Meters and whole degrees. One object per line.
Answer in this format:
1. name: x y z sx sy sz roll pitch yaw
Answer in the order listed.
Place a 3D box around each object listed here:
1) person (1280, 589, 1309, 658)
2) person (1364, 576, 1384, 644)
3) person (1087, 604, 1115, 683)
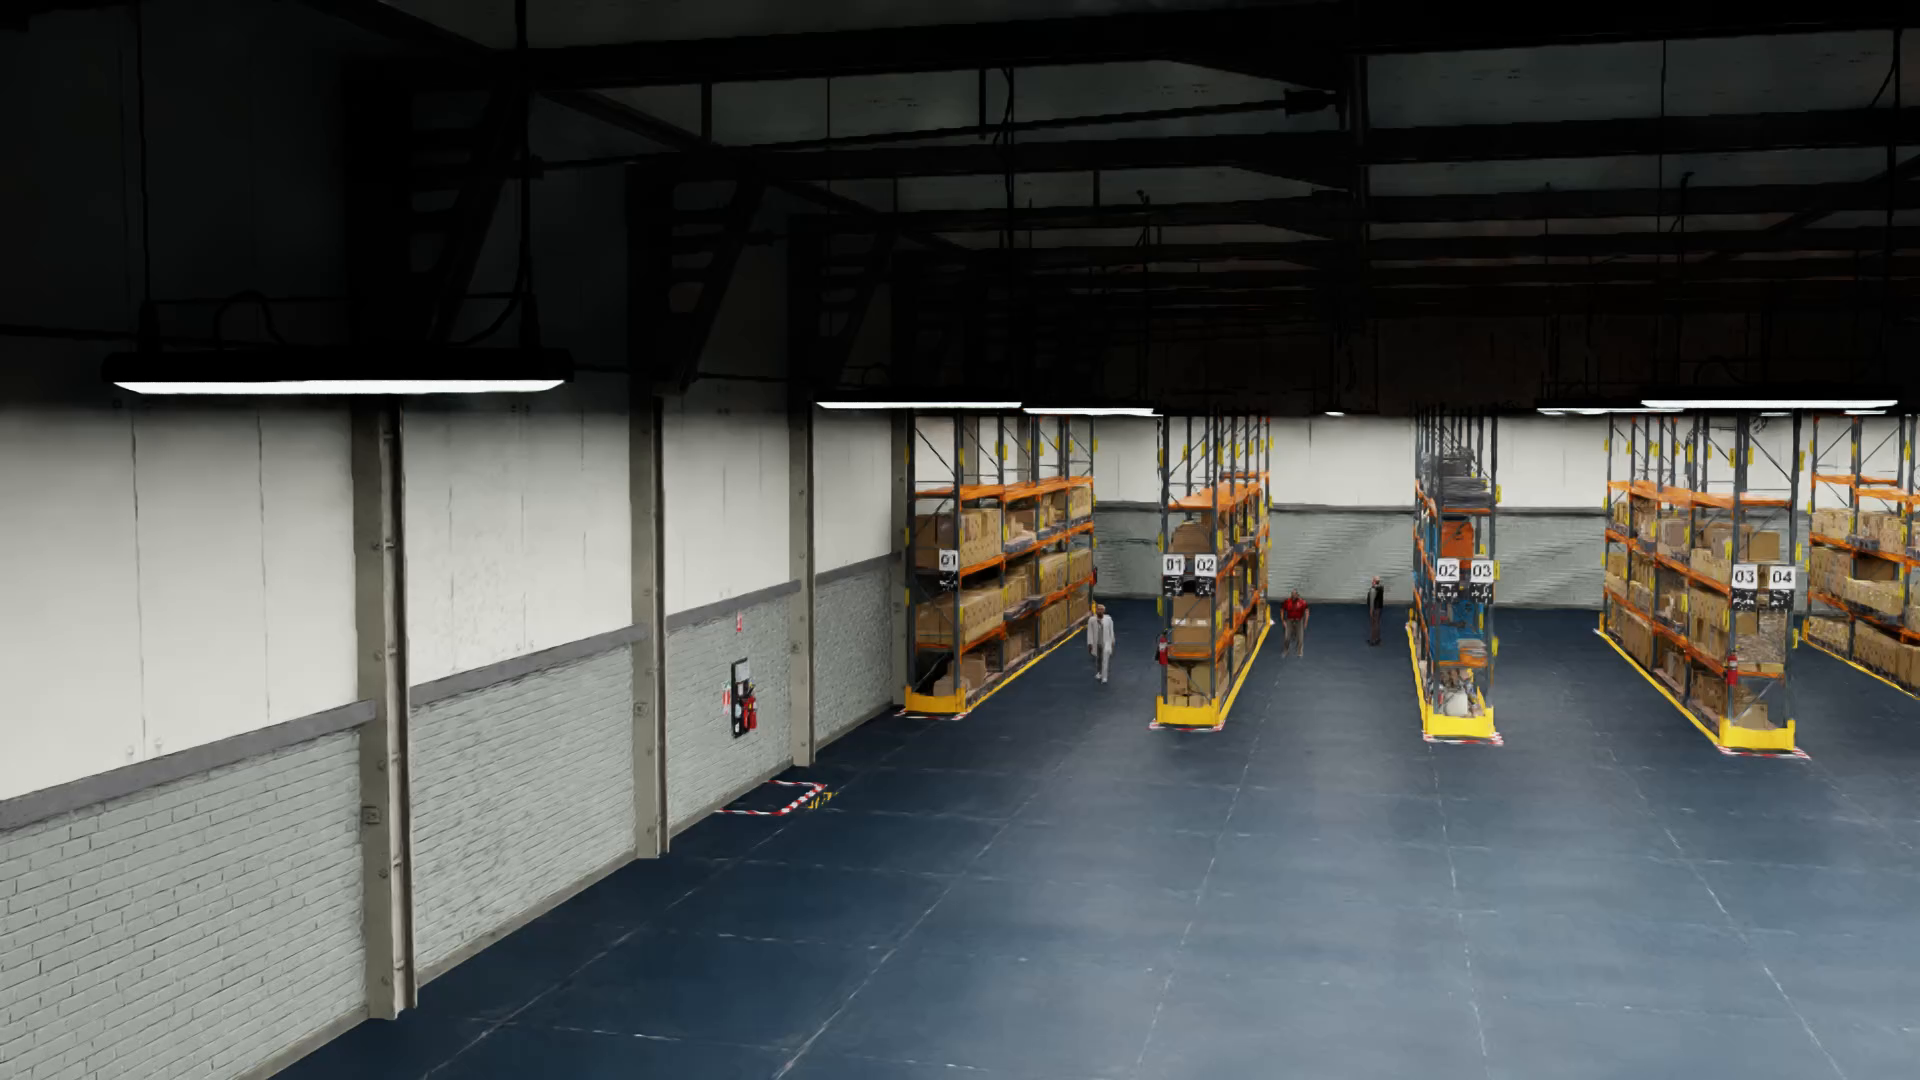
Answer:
1. person: 8.014 1.990 39.862 0.682 1.676 0.529 1 4 12
2. person: 10.539 1.770 42.368 0.526 1.722 0.613 3 5 40
3. person: 3.050 2.225 36.127 0.601 1.698 1.174 1 4 12
